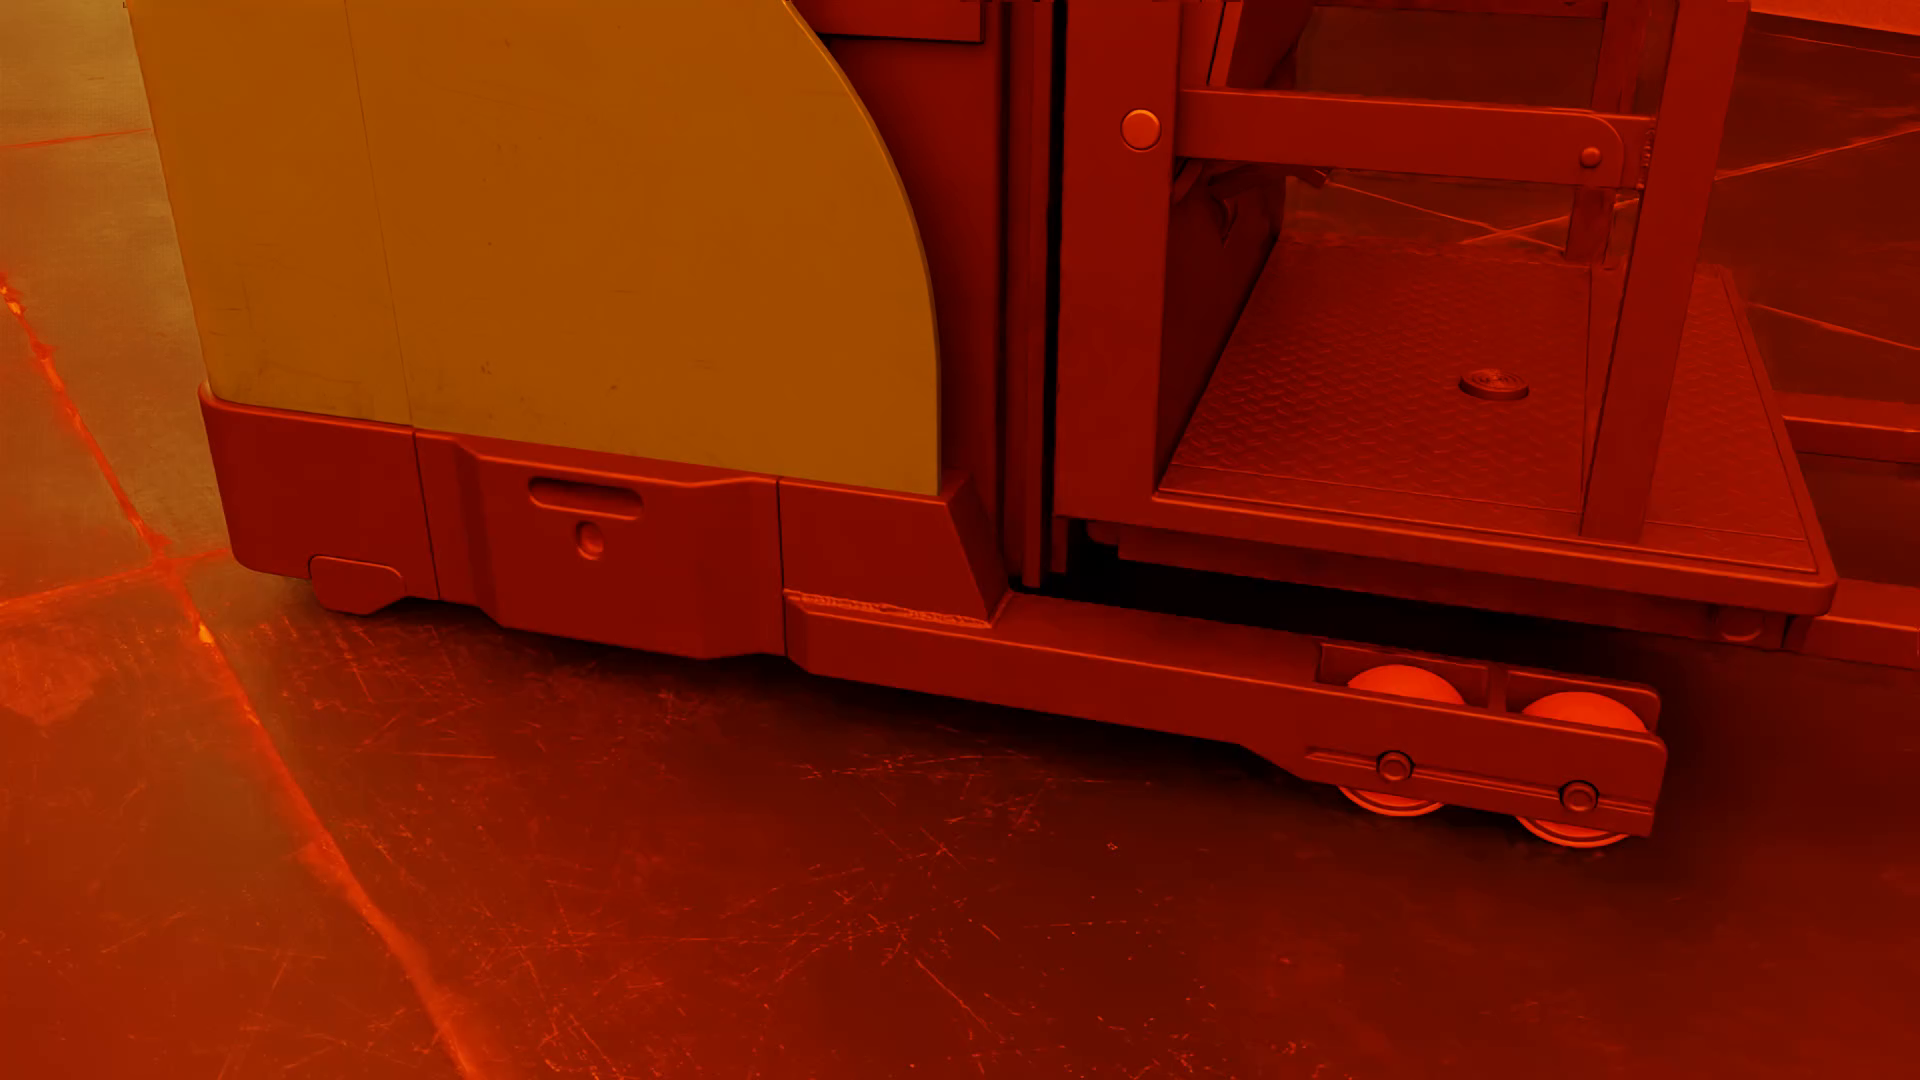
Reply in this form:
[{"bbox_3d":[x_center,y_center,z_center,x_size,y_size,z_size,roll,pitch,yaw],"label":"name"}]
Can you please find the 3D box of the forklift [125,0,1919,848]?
[{"bbox_3d":[0.558,-1.240,1.702,3.031,2.935,1.130,8,28,15],"label":"forklift"}]
